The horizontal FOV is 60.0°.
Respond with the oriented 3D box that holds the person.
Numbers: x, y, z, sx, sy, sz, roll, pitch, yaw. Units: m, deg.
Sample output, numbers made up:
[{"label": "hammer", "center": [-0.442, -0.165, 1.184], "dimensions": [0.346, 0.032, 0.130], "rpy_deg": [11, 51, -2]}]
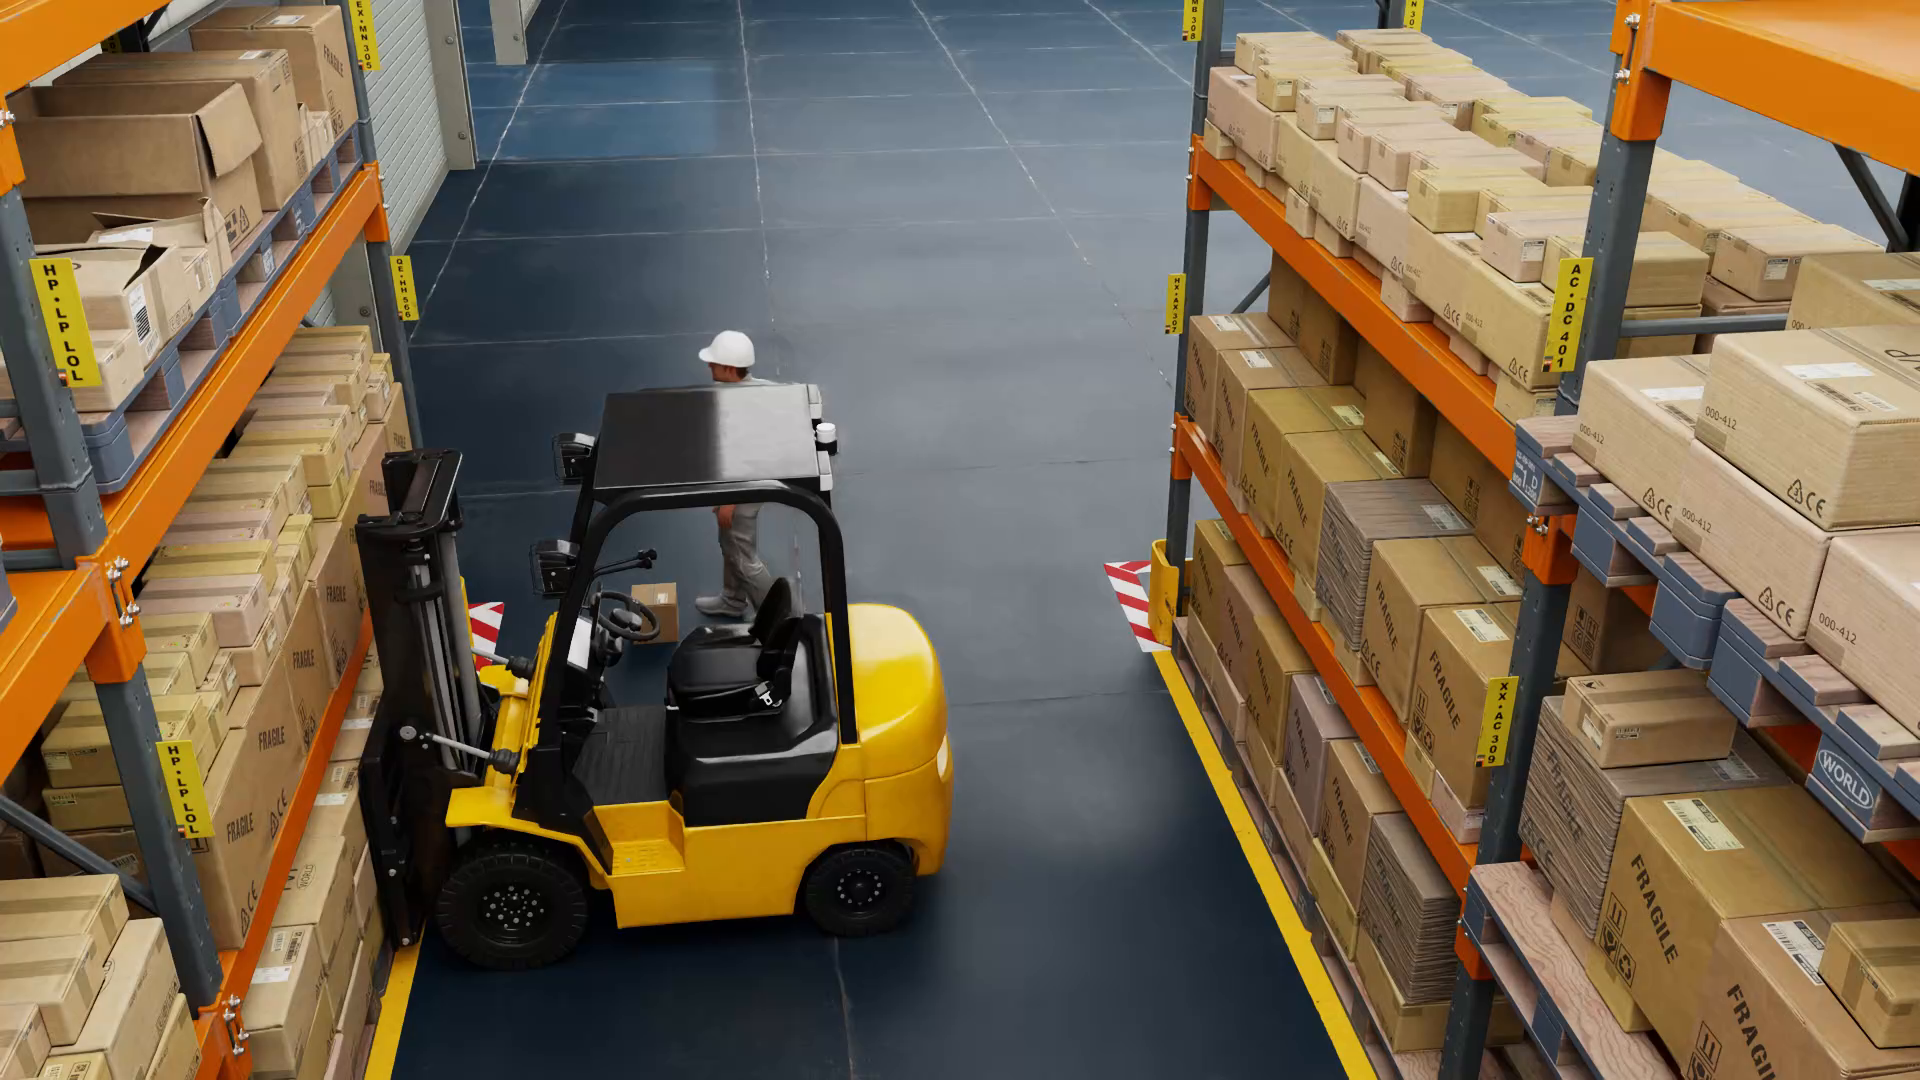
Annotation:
[{"label": "person", "center": [-1.257, -0.311, 9.186], "dimensions": [0.618, 1.778, 0.547], "rpy_deg": [3, 27, 7]}]
